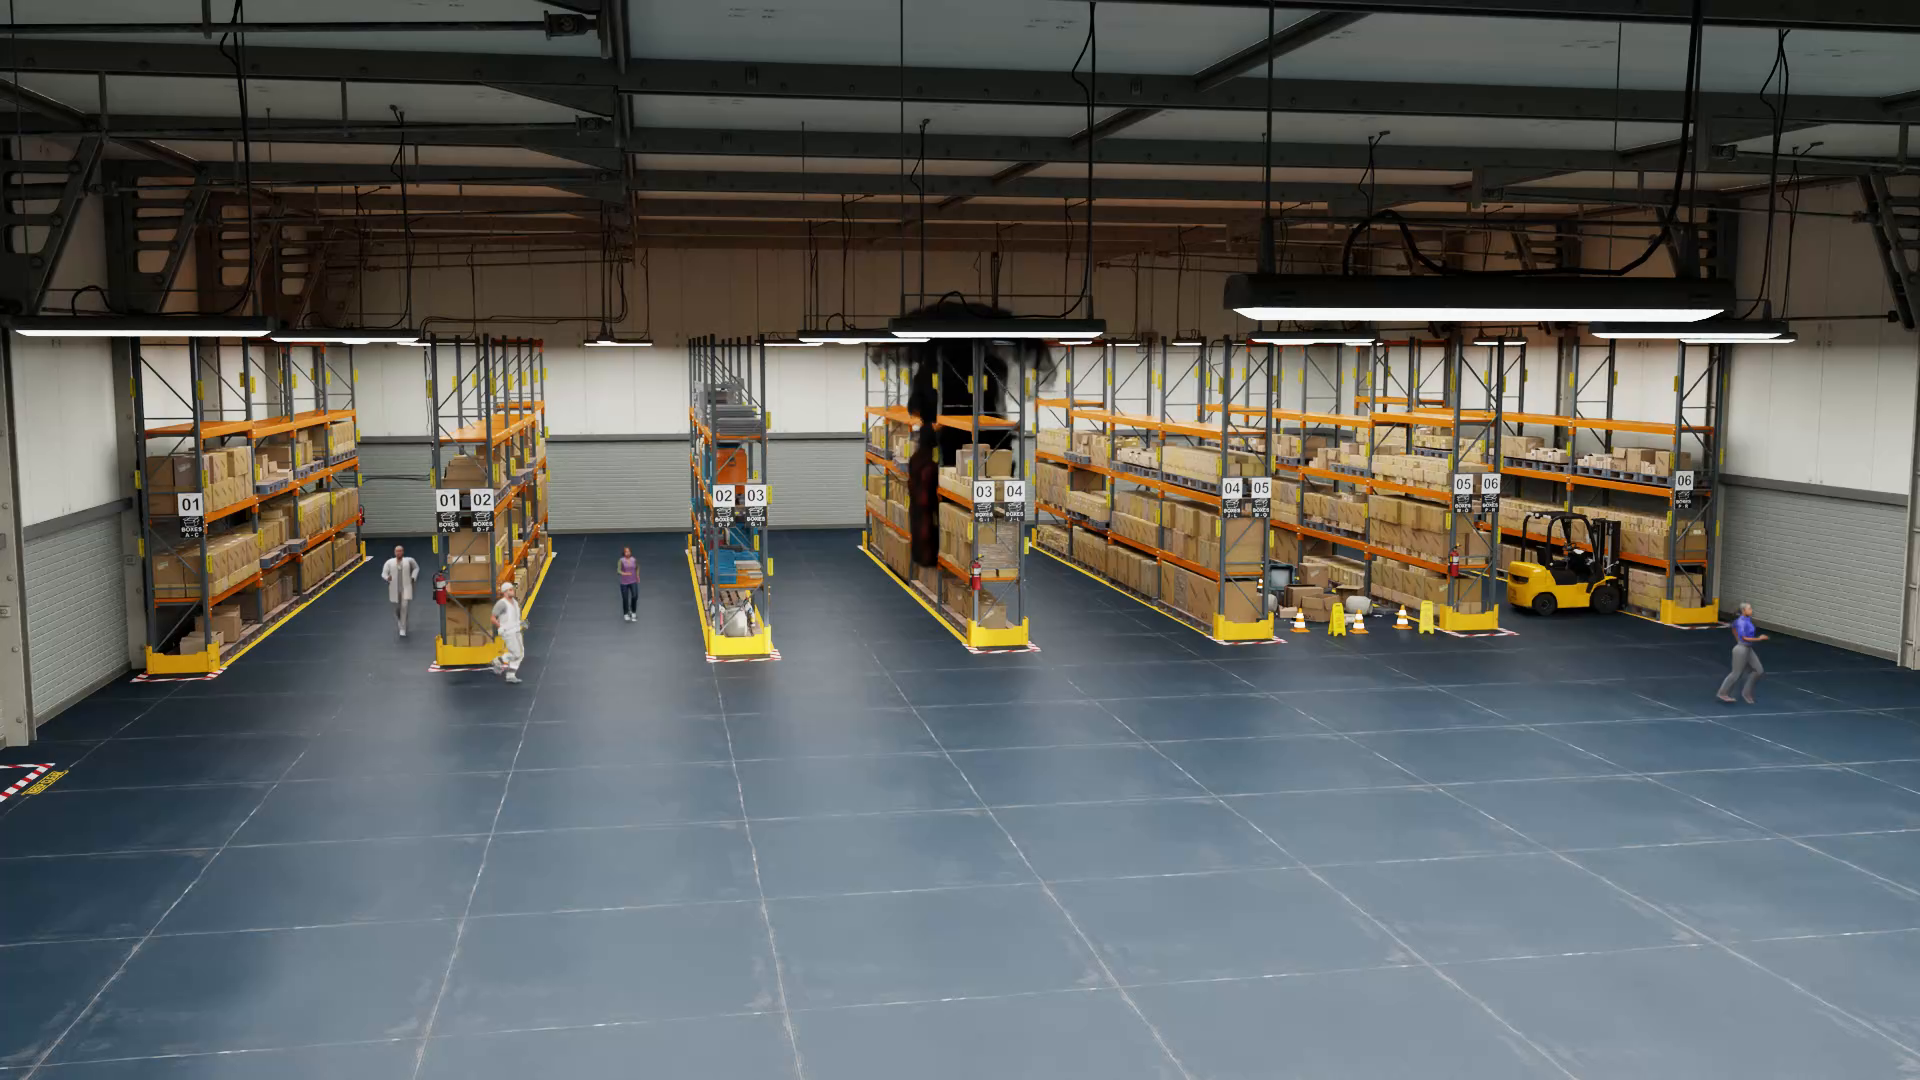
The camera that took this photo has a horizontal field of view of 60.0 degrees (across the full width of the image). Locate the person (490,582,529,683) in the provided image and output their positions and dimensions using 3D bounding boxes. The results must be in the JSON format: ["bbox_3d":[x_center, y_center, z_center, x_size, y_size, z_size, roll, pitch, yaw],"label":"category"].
[{"bbox_3d":[-7.749,1.592,28.589,0.601,1.739,0.660,2,7,18],"label":"person"}]

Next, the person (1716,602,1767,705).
[{"bbox_3d":[12.641,1.855,26.811,0.729,1.697,0.557,5,8,39],"label":"person"}]

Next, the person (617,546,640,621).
[{"bbox_3d":[-6.960,0.924,34.987,0.510,1.575,0.644,-3,7,-21],"label":"person"}]

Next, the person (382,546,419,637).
[{"bbox_3d":[-11.259,0.999,33.480,0.712,1.776,1.037,-2,7,-14],"label":"person"}]
